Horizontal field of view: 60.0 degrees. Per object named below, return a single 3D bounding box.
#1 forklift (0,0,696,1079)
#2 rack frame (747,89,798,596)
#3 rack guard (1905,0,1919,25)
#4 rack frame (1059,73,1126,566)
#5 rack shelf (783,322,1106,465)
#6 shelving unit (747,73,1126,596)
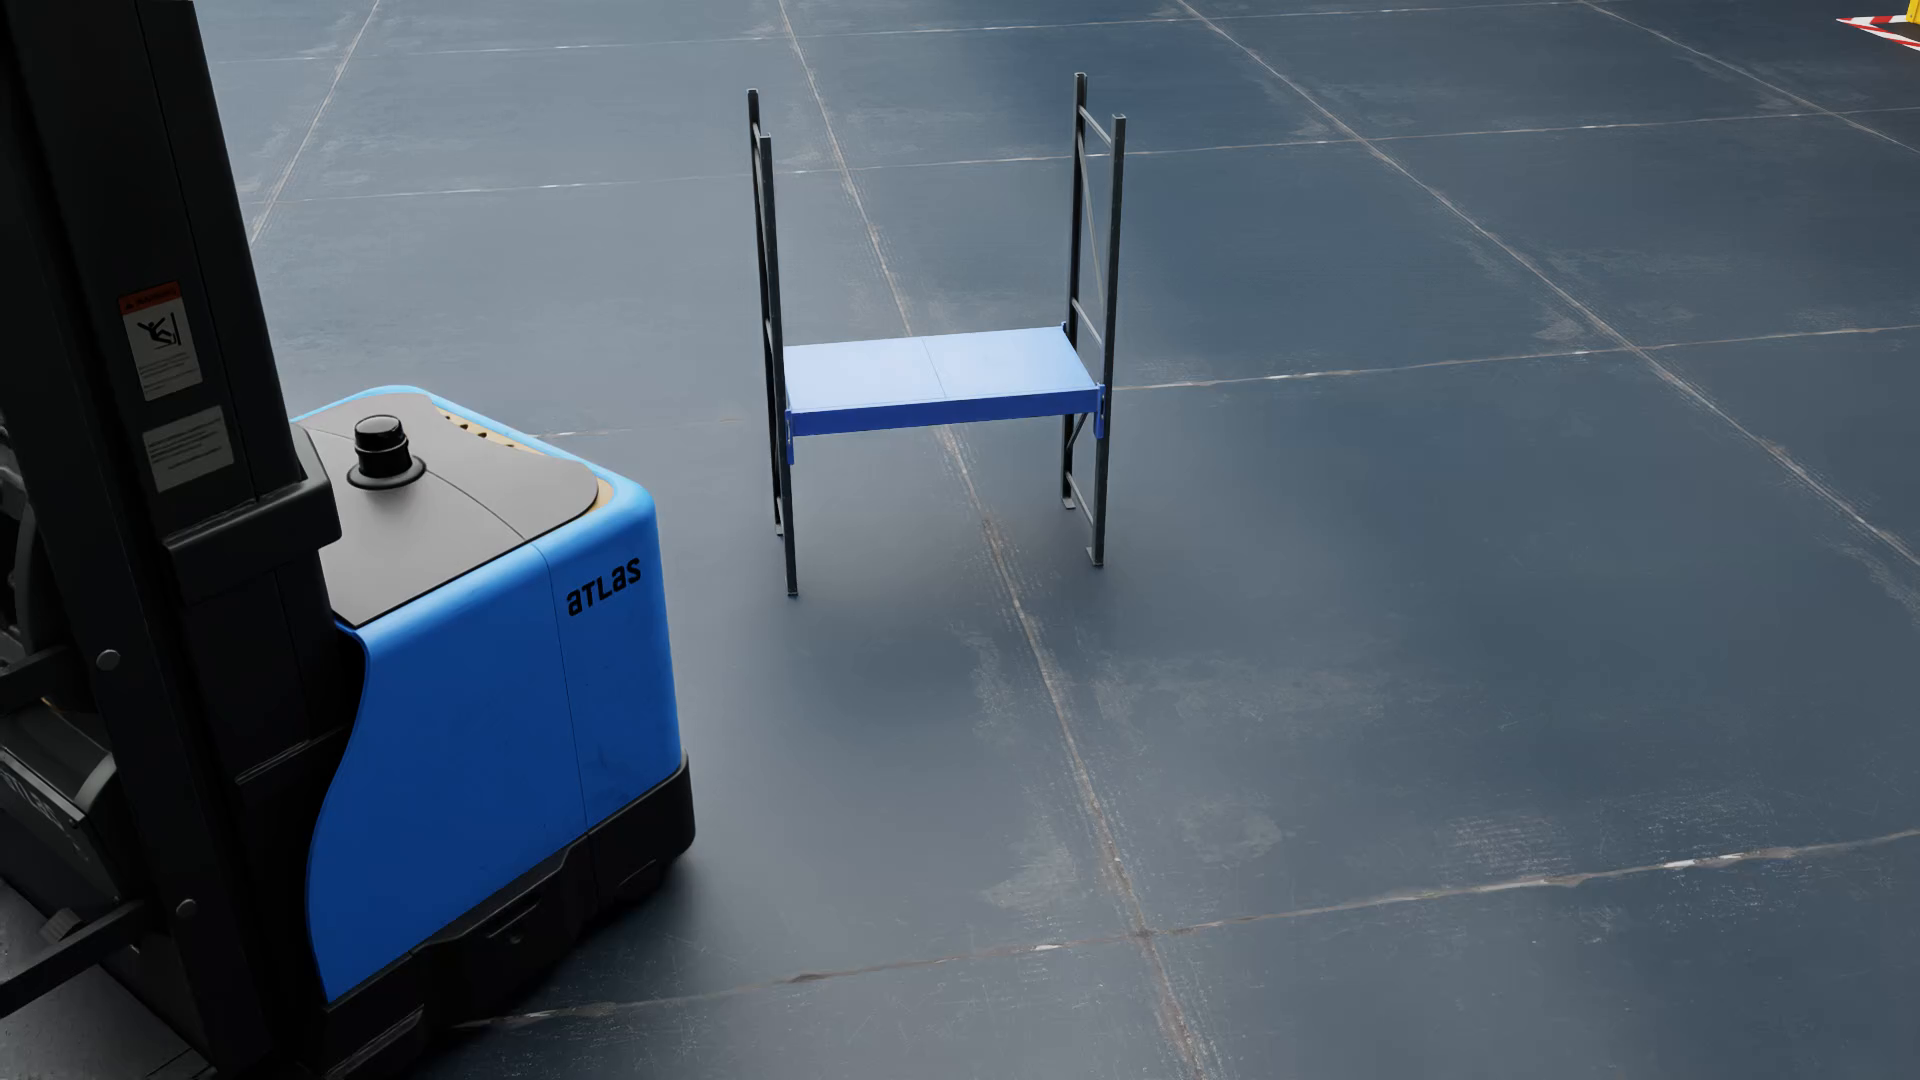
[{"bbox_3d":[-1.983,-0.019,2.807,1.130,2.935,3.031,22,37,32],"label":"forklift"},{"bbox_3d":[-0.584,-0.592,5.194,0.032,1.500,0.500,-5,31,-9],"label":"rack frame"},{"bbox_3d":[7.144,-3.745,11.541,0.348,0.500,1.175,-5,31,-9],"label":"rack guard"},{"bbox_3d":[0.416,-0.685,5.352,0.032,1.500,0.500,-5,31,-9],"label":"rack frame"},{"bbox_3d":[-0.084,-0.484,5.364,1.000,0.185,0.538,-5,31,-9],"label":"rack shelf"},{"bbox_3d":[-0.084,-0.639,5.273,1.048,1.500,0.538,-5,31,-9],"label":"shelving unit"}]
